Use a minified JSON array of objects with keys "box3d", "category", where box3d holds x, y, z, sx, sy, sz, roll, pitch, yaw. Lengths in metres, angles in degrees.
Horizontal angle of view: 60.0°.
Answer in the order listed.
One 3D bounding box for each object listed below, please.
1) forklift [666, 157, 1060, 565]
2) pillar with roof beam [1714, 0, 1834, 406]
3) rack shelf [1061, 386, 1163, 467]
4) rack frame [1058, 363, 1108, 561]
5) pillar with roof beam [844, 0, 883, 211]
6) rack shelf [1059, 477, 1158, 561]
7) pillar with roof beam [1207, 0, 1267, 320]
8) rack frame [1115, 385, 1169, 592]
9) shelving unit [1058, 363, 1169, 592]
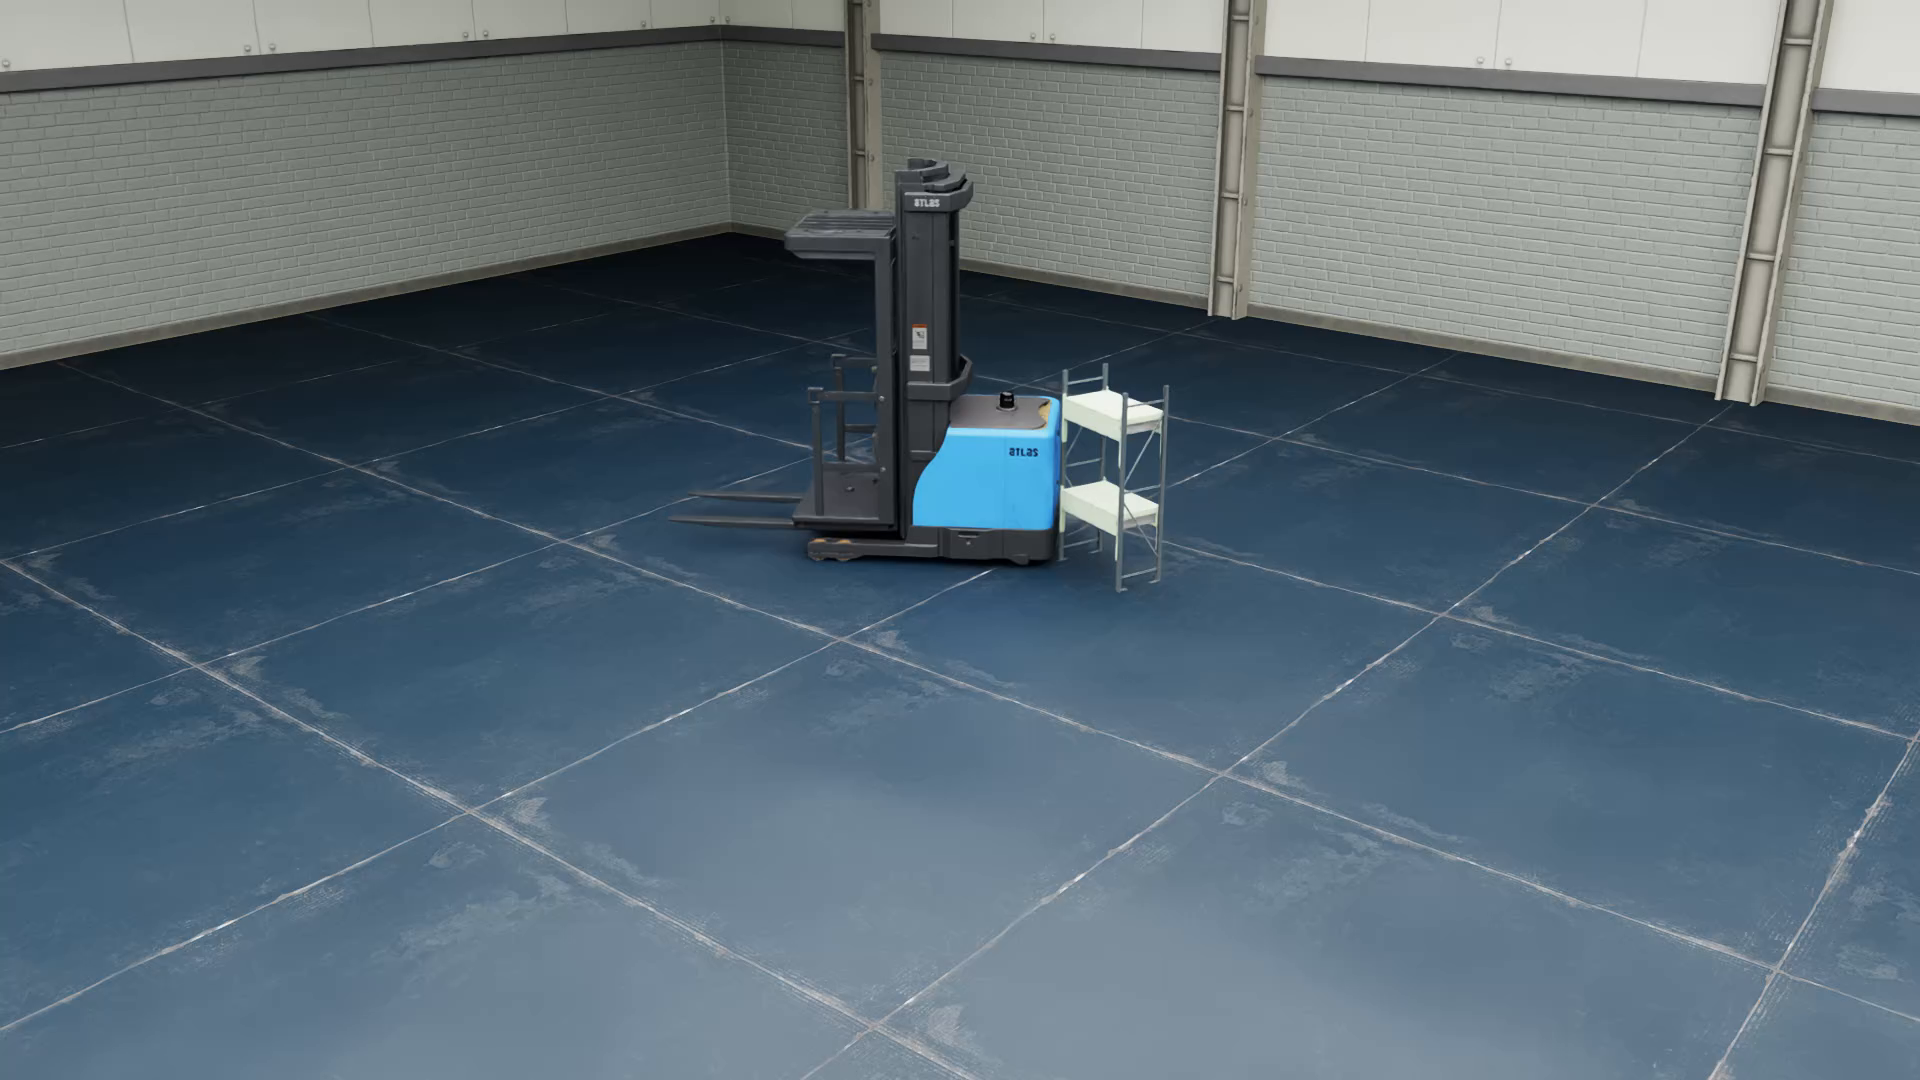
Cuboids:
[{"box3d":[-0.752,-1.388,12.694,3.031,2.935,1.130,2,21,6],"category":"forklift"},{"box3d":[5.227,-4.466,12.257,0.400,9.000,9.100,16,26,36],"category":"pillar with roof beam"},{"box3d":[1.122,-0.837,12.155,0.431,0.370,0.720,-12,24,-29],"category":"rack shelf"},{"box3d":[0.930,-0.581,12.584,0.400,1.500,0.023,-12,24,-29],"category":"rack frame"},{"box3d":[-4.069,-7.143,19.357,0.400,9.000,9.100,16,26,36],"category":"pillar with roof beam"},{"box3d":[1.122,-0.166,12.408,0.431,0.370,0.720,-12,24,-29],"category":"rack shelf"},{"box3d":[0.579,-5.805,15.807,0.400,9.000,9.100,16,26,36],"category":"pillar with roof beam"},{"box3d":[1.313,-0.361,12.001,0.400,1.500,0.023,-12,24,-29],"category":"rack frame"},{"box3d":[1.122,-0.471,12.293,0.431,1.500,0.755,-12,24,-29],"category":"shelving unit"}]
